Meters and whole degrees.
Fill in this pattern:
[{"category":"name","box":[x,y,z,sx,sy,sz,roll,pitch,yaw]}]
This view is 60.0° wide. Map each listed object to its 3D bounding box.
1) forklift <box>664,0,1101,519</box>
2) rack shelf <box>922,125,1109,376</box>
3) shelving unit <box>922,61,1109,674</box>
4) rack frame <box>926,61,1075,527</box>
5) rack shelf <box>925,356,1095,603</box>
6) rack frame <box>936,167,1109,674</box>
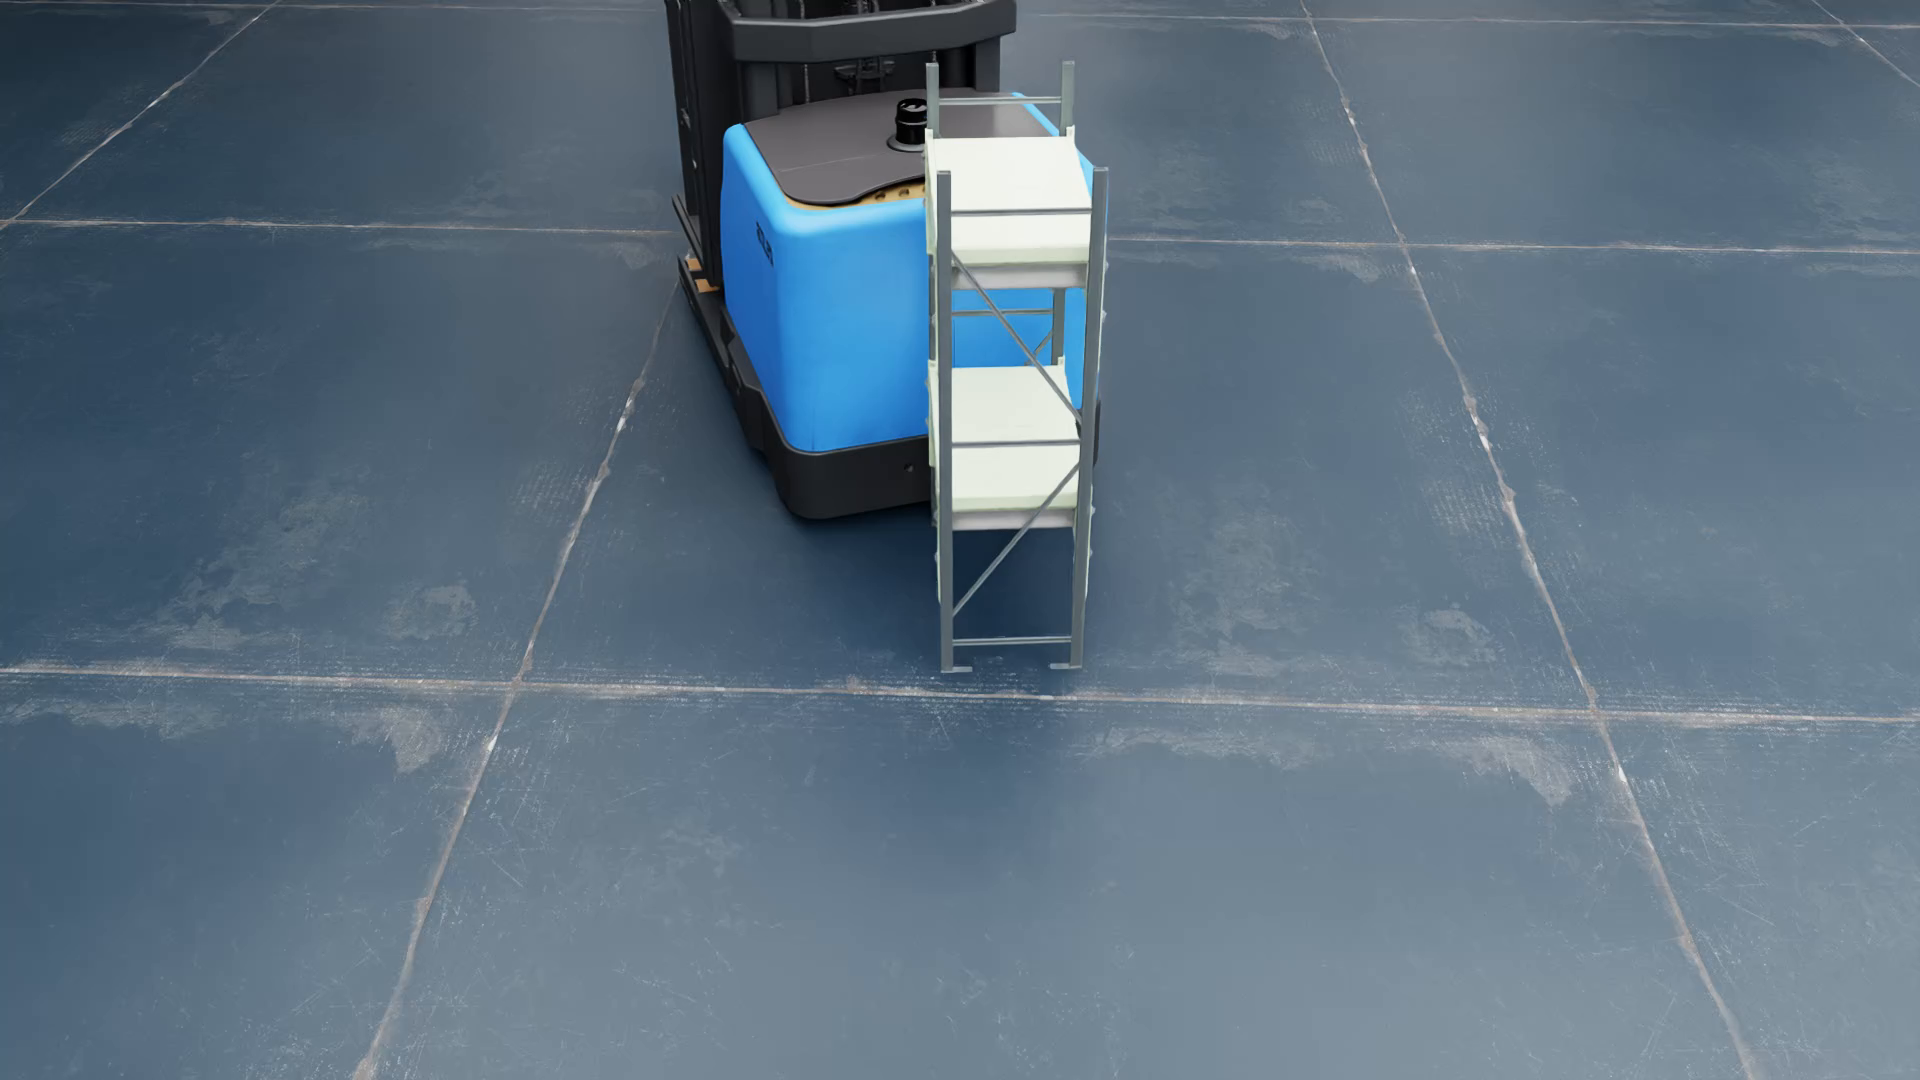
[{"category":"forklift","box":[-0.481,-2.110,5.703,1.130,2.935,3.031,-11,36,-15]},{"category":"rack shelf","box":[0.127,-0.775,4.370,0.431,0.370,0.720,-2,35,-2]},{"category":"shelving unit","box":[0.127,-0.456,4.594,0.431,1.500,0.755,-2,35,-2]},{"category":"rack frame","box":[0.108,-0.666,4.893,0.400,1.500,0.023,-2,35,-2]},{"category":"rack shelf","box":[0.127,-0.189,4.782,0.431,0.370,0.720,-2,35,-2]},{"category":"rack frame","box":[0.145,-0.246,4.295,0.400,1.500,0.023,-2,35,-2]}]
